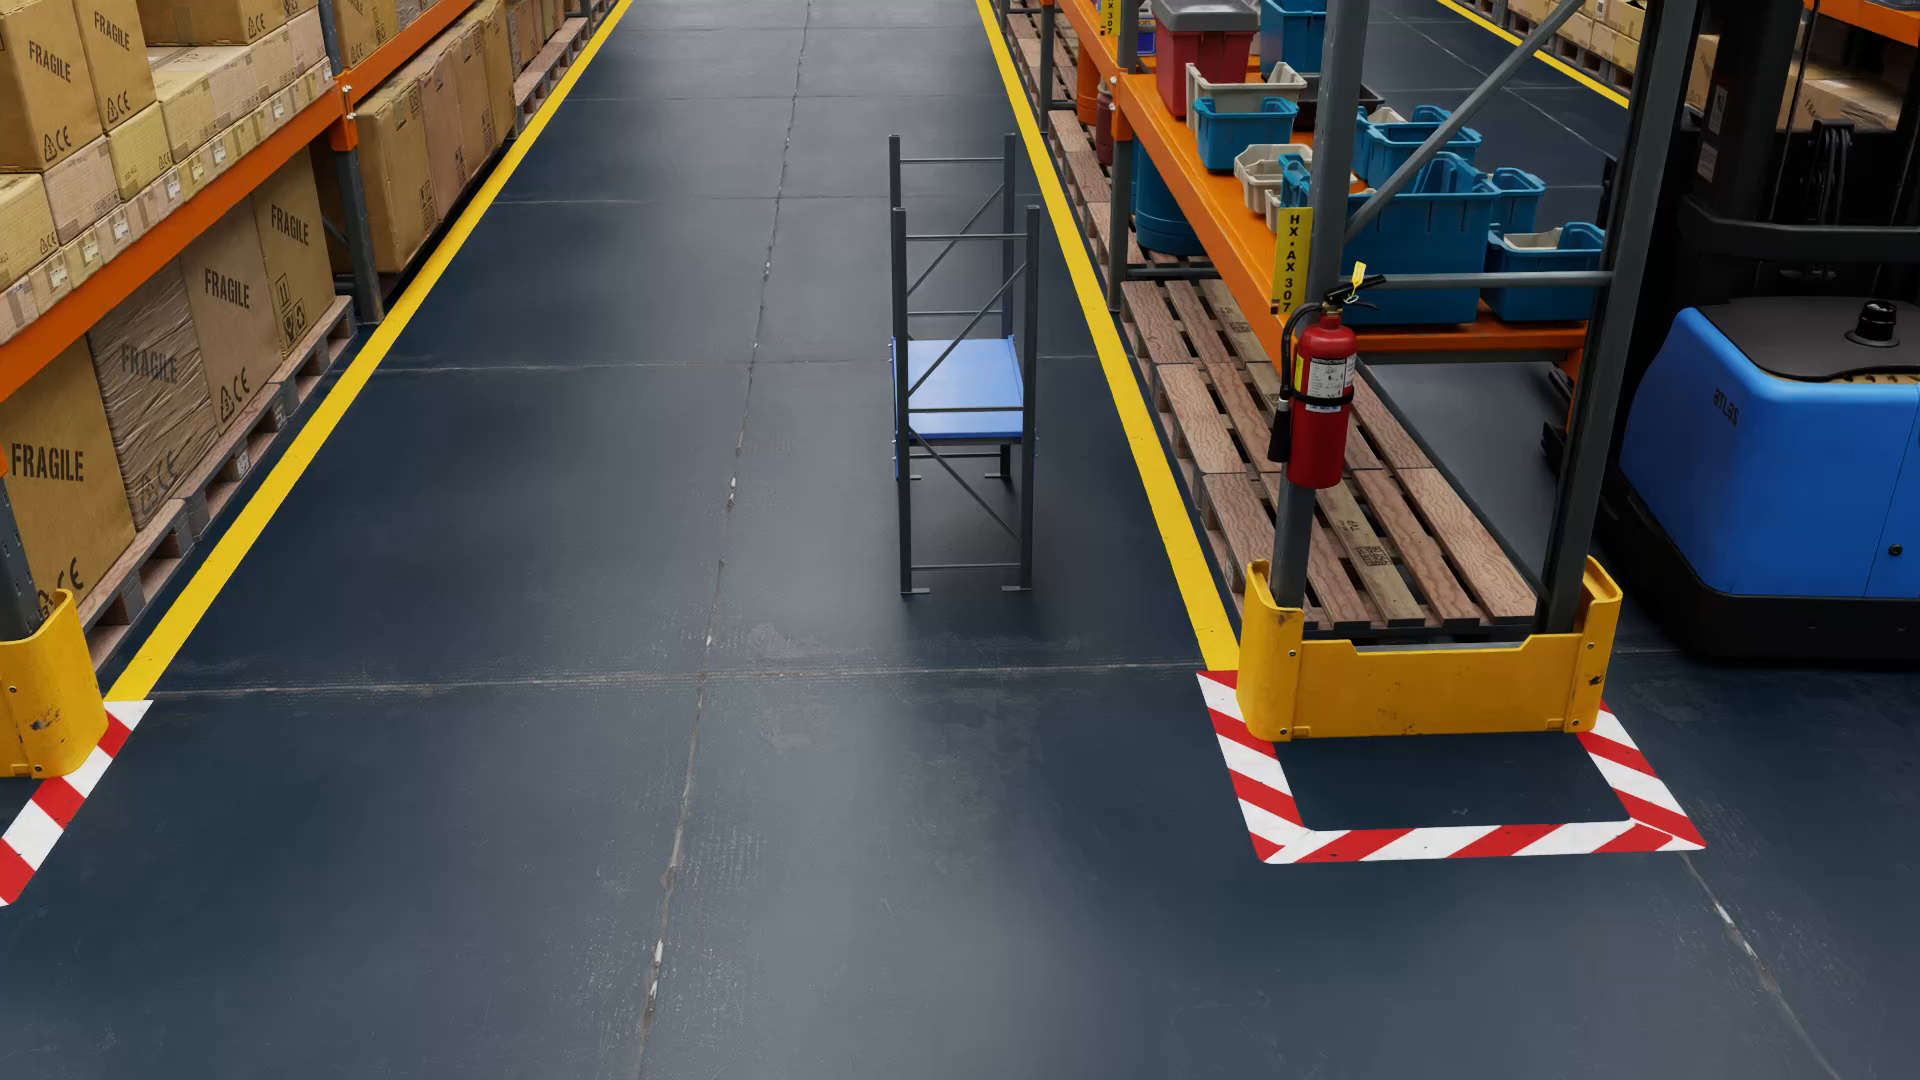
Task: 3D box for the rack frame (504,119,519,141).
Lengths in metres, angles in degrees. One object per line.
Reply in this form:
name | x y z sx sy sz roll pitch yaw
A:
rack frame | -3.839 -4.343 11.834 1.000 3.000 0.127 -1 28 -3

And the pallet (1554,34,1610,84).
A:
pallet | 5.990 -4.287 14.742 1.003 0.211 1.213 -1 28 -3

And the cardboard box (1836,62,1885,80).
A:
cardboard box | 6.364 -3.002 11.490 0.500 0.500 0.500 -2 28 -5

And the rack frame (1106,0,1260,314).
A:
rack frame | 1.316 -2.615 8.521 1.000 3.000 0.127 -1 28 -3

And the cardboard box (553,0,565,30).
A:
cardboard box | -4.037 -4.993 15.307 0.700 0.500 0.500 -3 28 -7

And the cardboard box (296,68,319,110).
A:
cardboard box | -3.273 -2.132 7.867 0.380 0.149 0.250 -1 28 -2

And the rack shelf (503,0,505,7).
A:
rack shelf | -3.943 -4.948 13.771 1.077 0.370 4.000 -1 28 -3

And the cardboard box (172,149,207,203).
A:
cardboard box | -3.192 -1.419 6.500 0.380 0.149 0.250 -2 28 -4

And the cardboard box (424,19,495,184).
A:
cardboard box | -3.785 -2.856 10.826 1.225 0.875 0.875 -1 28 -2

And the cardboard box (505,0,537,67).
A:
cardboard box | -3.972 -4.256 13.894 0.700 0.500 0.500 1 28 2

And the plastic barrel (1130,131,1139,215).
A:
plastic barrel | 1.268 -2.450 10.019 0.600 0.901 0.708 -1 28 -3

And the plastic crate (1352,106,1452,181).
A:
plastic crate | 1.757 -1.589 6.670 0.416 0.233 0.300 -1 28 -3

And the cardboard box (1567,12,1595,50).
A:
cardboard box | 5.700 -4.492 14.639 0.500 0.250 0.500 -1 28 -2

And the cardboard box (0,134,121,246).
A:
cardboard box | -3.210 -1.182 5.613 0.500 0.250 0.500 -2 28 -3

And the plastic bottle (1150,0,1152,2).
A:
plastic bottle | 1.086 -3.014 9.338 0.144 0.351 0.185 -1 28 -3

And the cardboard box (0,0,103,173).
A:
cardboard box | -3.202 -1.506 5.423 0.500 0.500 0.500 -2 28 -4

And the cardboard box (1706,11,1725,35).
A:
cardboard box | 5.781 -4.032 13.150 0.500 0.311 0.500 -1 28 -1

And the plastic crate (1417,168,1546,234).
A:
plastic crate | 1.807 -1.147 5.821 0.416 0.233 0.300 -1 28 -3

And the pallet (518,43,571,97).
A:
pallet | -3.939 -4.030 14.248 1.003 0.211 1.213 -1 28 -3

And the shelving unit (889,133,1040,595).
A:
shelving unit | -0.004 -0.704 6.479 0.538 1.500 1.048 -1 28 -3

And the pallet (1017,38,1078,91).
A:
pallet | 1.045 -4.147 14.473 1.003 0.211 1.213 -1 28 -3

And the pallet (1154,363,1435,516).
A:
pallet | 1.460 -0.476 7.434 1.003 0.211 1.213 -1 28 -3

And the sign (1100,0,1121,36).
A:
sign | 0.767 -2.726 8.433 0.100 0.325 0.005 -1 28 -3

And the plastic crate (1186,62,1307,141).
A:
plastic crate | 1.212 -1.880 7.174 0.437 0.282 0.530 -1 28 -3

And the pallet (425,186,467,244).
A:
pallet | -3.812 -2.179 10.699 1.003 0.211 1.213 -1 28 -3

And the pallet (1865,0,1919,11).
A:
pallet | 6.161 -3.598 10.611 1.003 0.211 1.213 -1 28 -3

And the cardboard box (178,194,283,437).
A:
cardboard box | -3.628 -1.018 7.301 0.875 0.875 0.875 -1 28 -3

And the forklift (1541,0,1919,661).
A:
forklift | 3.158 -1.520 6.494 1.130 2.935 3.031 1 28 2

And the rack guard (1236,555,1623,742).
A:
rack guard | 1.539 0.351 5.537 1.175 0.500 0.348 -1 28 -3

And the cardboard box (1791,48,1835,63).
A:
cardboard box | 5.826 -3.209 11.886 0.500 0.500 0.500 -2 28 -5

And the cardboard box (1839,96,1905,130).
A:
cardboard box | 5.908 -2.501 10.529 0.500 0.500 0.500 -1 28 -2

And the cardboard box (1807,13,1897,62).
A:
cardboard box | 6.345 -3.548 11.725 0.500 0.250 0.500 0 28 -1

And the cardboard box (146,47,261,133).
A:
cardboard box | -3.288 -1.889 6.969 0.500 0.250 0.500 -1 28 -2

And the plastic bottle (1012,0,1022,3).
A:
plastic bottle | 0.569 -5.424 16.457 0.097 0.201 0.097 0 28 0

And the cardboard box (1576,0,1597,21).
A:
cardboard box | 5.700 -4.737 14.501 0.500 0.311 0.500 -1 28 -1

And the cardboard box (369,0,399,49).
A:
cardboard box | -3.431 -2.991 9.133 0.500 0.500 0.500 -1 28 -3

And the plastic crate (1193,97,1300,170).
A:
plastic crate | 1.162 -1.663 6.811 0.416 0.233 0.300 -1 28 -3

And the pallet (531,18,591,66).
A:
pallet | -4.005 -4.594 15.331 1.003 0.211 1.213 -1 28 -3

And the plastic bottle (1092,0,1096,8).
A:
plastic bottle | 0.851 -3.415 10.179 0.061 0.283 0.133 -1 28 -3

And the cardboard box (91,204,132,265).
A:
cardboard box | -3.153 -1.066 5.822 0.380 0.149 0.250 -2 28 -3

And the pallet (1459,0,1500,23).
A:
pallet | 5.846 -5.560 17.182 1.003 0.211 1.213 -1 28 -3

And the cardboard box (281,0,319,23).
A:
cardboard box | -3.339 -2.688 7.690 0.500 0.500 0.500 -1 28 -1

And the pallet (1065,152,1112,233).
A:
pallet | 1.251 -2.301 10.934 1.003 0.211 1.213 -1 28 -3

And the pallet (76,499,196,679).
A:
pallet | -3.541 0.220 6.099 1.003 0.211 1.213 -1 28 -3

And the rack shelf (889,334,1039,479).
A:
rack shelf | -0.004 -0.545 6.562 0.538 0.185 1.000 -1 28 -3

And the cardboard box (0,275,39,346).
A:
cardboard box | -3.110 -0.709 5.138 0.380 0.149 0.250 -1 28 -2

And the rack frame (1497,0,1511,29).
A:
rack frame | 5.845 -6.428 15.831 1.000 3.000 0.127 -1 28 -3

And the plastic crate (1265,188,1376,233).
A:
plastic crate | 1.301 -1.184 5.997 0.396 0.136 0.243 -1 28 -3

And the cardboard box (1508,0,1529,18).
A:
cardboard box | 5.619 -5.203 16.001 0.500 0.250 0.500 -2 28 -4

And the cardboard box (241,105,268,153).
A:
cardboard box | -3.233 -1.776 7.184 0.380 0.149 0.250 -1 28 -2

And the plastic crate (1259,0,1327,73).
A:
plastic crate | 1.681 -2.428 8.113 0.392 0.384 0.575 -1 28 -3
